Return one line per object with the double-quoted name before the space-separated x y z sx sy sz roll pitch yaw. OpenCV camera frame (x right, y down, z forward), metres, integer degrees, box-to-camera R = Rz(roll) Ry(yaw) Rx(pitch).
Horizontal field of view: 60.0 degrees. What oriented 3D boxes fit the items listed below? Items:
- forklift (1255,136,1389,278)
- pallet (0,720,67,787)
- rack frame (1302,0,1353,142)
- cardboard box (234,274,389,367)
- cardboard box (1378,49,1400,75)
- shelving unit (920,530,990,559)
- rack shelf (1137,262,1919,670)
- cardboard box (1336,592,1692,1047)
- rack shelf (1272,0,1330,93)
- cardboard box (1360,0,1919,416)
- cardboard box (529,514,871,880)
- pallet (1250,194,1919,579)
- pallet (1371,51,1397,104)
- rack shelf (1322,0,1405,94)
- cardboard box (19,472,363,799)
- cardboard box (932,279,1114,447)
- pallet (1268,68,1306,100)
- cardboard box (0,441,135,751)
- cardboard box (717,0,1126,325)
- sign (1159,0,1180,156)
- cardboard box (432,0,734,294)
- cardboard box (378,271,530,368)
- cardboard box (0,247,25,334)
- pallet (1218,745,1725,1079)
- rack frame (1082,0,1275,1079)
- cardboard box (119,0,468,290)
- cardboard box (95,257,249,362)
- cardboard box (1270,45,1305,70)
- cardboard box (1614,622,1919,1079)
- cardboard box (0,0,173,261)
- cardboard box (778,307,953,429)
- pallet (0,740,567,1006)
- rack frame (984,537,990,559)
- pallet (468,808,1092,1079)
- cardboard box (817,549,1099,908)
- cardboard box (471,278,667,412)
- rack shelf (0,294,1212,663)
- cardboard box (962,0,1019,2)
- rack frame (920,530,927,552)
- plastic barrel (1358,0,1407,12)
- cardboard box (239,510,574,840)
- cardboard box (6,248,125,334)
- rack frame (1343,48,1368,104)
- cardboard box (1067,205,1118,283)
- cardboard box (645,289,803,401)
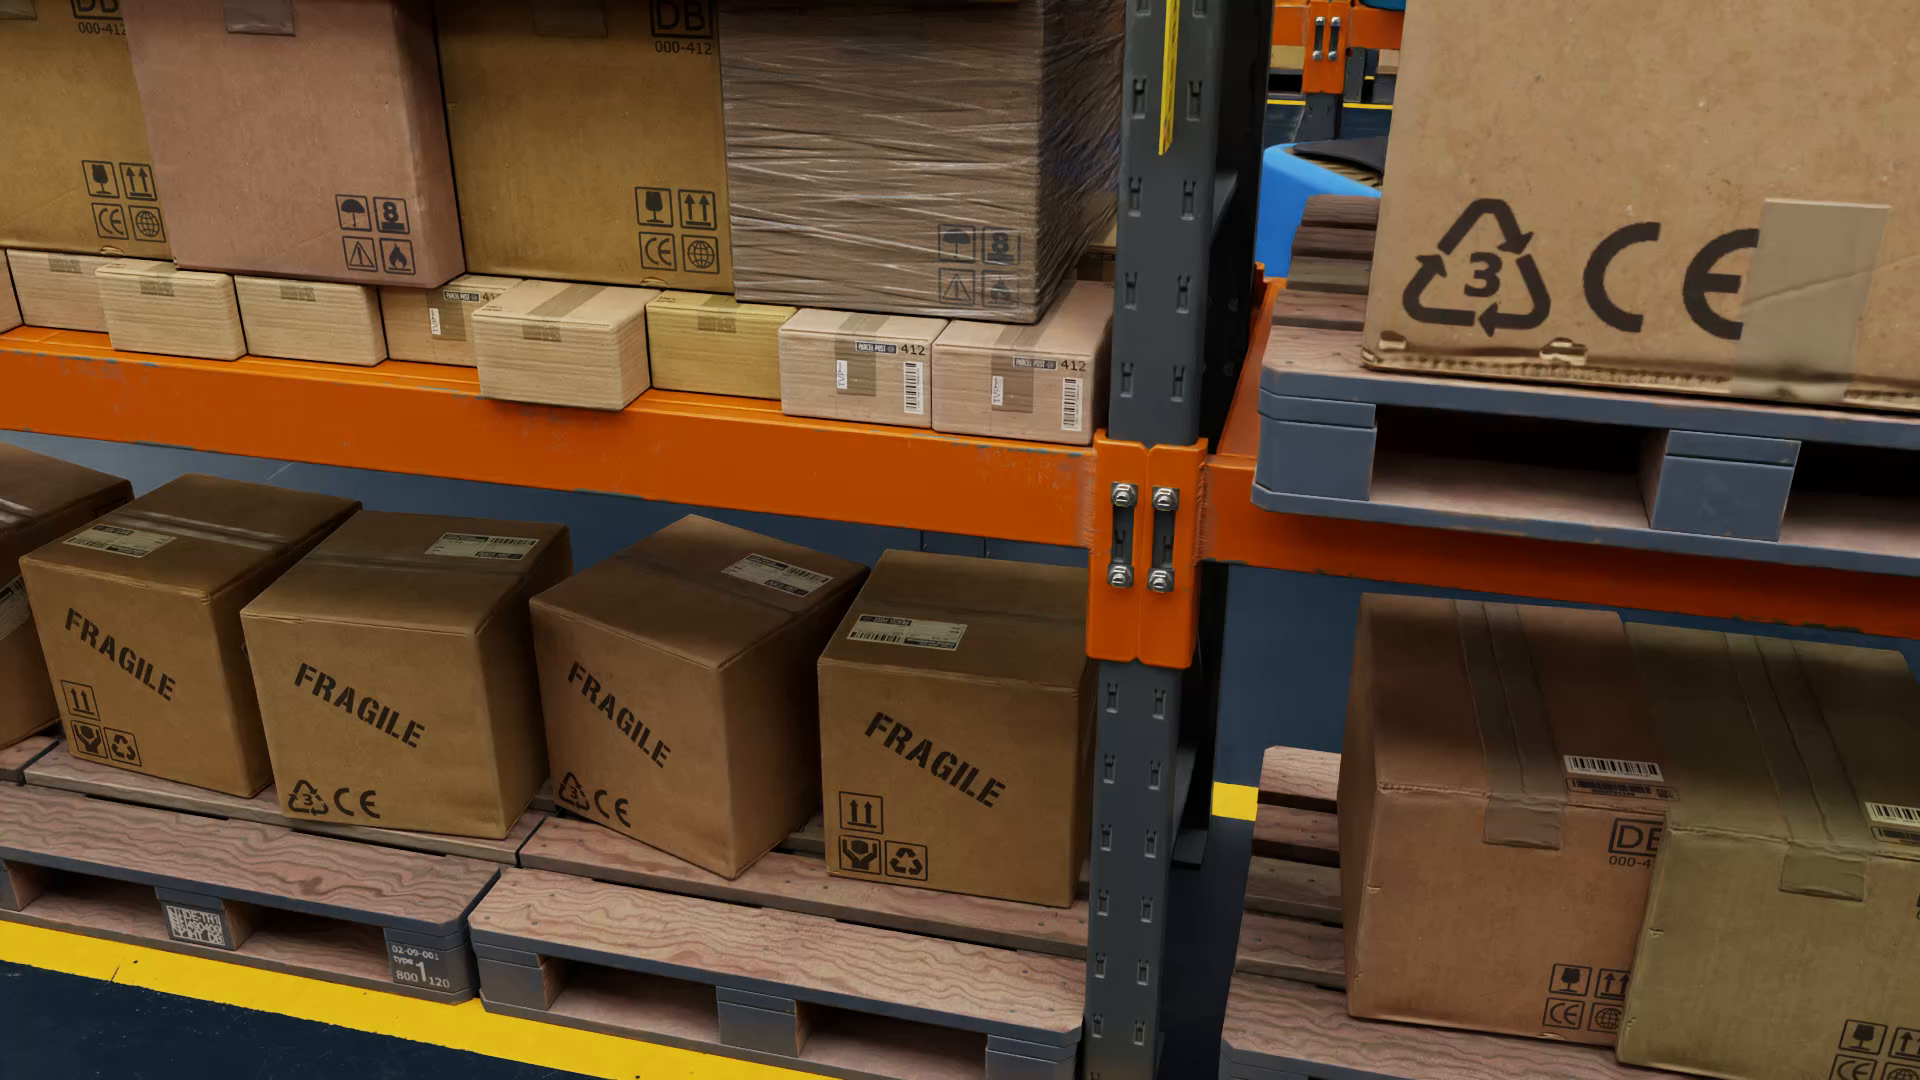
"forklift" 2.534 -1.677 5.363 3.031 2.935 1.130 -9 27 -18
"pallet" -2.617 0.430 4.101 1.213 0.211 1.003 6 26 13
"rack frame" 1.639 -2.572 7.163 0.127 3.000 1.000 6 26 13
"cardboard box" -1.075 -0.452 3.002 0.250 0.149 0.380 6 26 13
"cardboard box" 3.205 -3.436 11.687 0.500 0.250 0.500 6 26 12
"shelving unit" 0.008 -0.405 5.055 0.210 0.900 0.258 6 26 13
"rack shelf" 2.342 0.029 2.537 4.000 0.370 1.077 6 26 13
"cardboard box" 0.994 0.494 3.118 0.500 0.500 0.700 4 26 9
"rack shelf" -0.298 -2.462 7.768 4.000 0.370 1.077 6 26 13
"cardboard box" 1.140 -0.827 2.312 1.000 1.000 1.000 6 26 13
"cardboard box" -0.529 0.311 3.526 0.500 0.500 0.500 15 30 29
"pallet" 1.109 -0.281 2.574 1.213 0.211 1.003 6 26 13
"pallet" 3.599 -3.312 11.962 1.213 0.211 1.003 6 26 13
"rack shelf" 3.576 -2.033 6.868 4.000 0.370 1.077 6 26 13
"cardboard box" -1.679 0.199 3.762 0.500 0.500 0.500 9 27 18
"cardboard box" 0.124 -0.297 2.678 0.250 0.149 0.380 6 26 13
"pallet" 2.116 -3.478 12.309 1.213 0.211 1.003 6 26 13
"cardboard box" -2.281 0.124 3.919 0.500 0.500 0.500 14 29 26
"cardboard box" -0.015 -0.764 2.902 0.500 0.500 0.875 6 26 13
"sign" 0.277 -0.674 2.170 0.005 0.325 0.100 6 26 13
"cardboard box" -0.491 -0.832 3.045 0.500 0.500 0.875 6 26 13
"cardboard box" -0.822 -0.442 2.981 0.250 0.149 0.380 6 26 13
"cardboard box" -1.824 -0.494 3.091 0.250 0.149 0.380 6 26 13
"pallet" 1.160 0.831 3.258 1.213 0.211 1.003 6 26 13
"rack frame" 0.405 -0.510 2.832 0.127 3.000 1.000 6 26 13
"cardboard box" -1.000 -0.843 3.070 0.500 0.500 0.875 6 26 13
"cardboard box" -1.325 -0.464 3.028 0.250 0.149 0.380 6 26 13
"cardboard box" 2.372 -3.541 11.908 0.500 0.250 0.500 6 26 13
"cardboard box" 1.452 0.553 2.994 0.500 0.500 0.700 6 26 13
"cardboard box" -1.474 -0.914 3.218 0.500 0.500 0.875 6 26 13
"cardboard box" -0.116 -0.328 2.742 0.250 0.149 0.380 6 26 13
"pallet" -1.439 0.562 3.824 1.213 0.211 1.003 6 26 13
"rack frame" 0.106 -0.395 5.032 0.006 0.900 0.240 6 26 13
"pallet" -0.254 0.692 3.552 1.213 0.211 1.003 6 26 13
"cardboard box" 0.028 0.369 3.404 0.500 0.500 0.500 6 26 11
"cardboard box" -0.613 -0.360 2.810 0.250 0.149 0.380 6 26 13
"rack shelf" -1.532 -0.400 3.437 4.000 0.370 1.077 6 26 13
"cardboard box" -0.099 -1.075 2.392 0.500 0.500 0.500 6 26 13
"rack frame" -0.091 -0.416 5.078 0.006 0.900 0.240 6 26 13
"plastic barrel" 1.937 -2.631 6.704 0.708 0.901 0.600 6 26 13
"cardboard box" -1.150 0.277 3.597 0.500 0.500 0.500 4 26 8
"cardboard box" -1.548 -0.523 3.151 0.250 0.149 0.380 6 26 13
"rack frame" 2.876 -4.634 11.494 0.127 3.000 1.000 6 26 13
"cardboard box" 0.272 -0.545 3.198 0.250 0.149 0.380 6 26 13
"cardboard box" -0.343 -0.380 2.851 0.250 0.149 0.380 6 26 13
